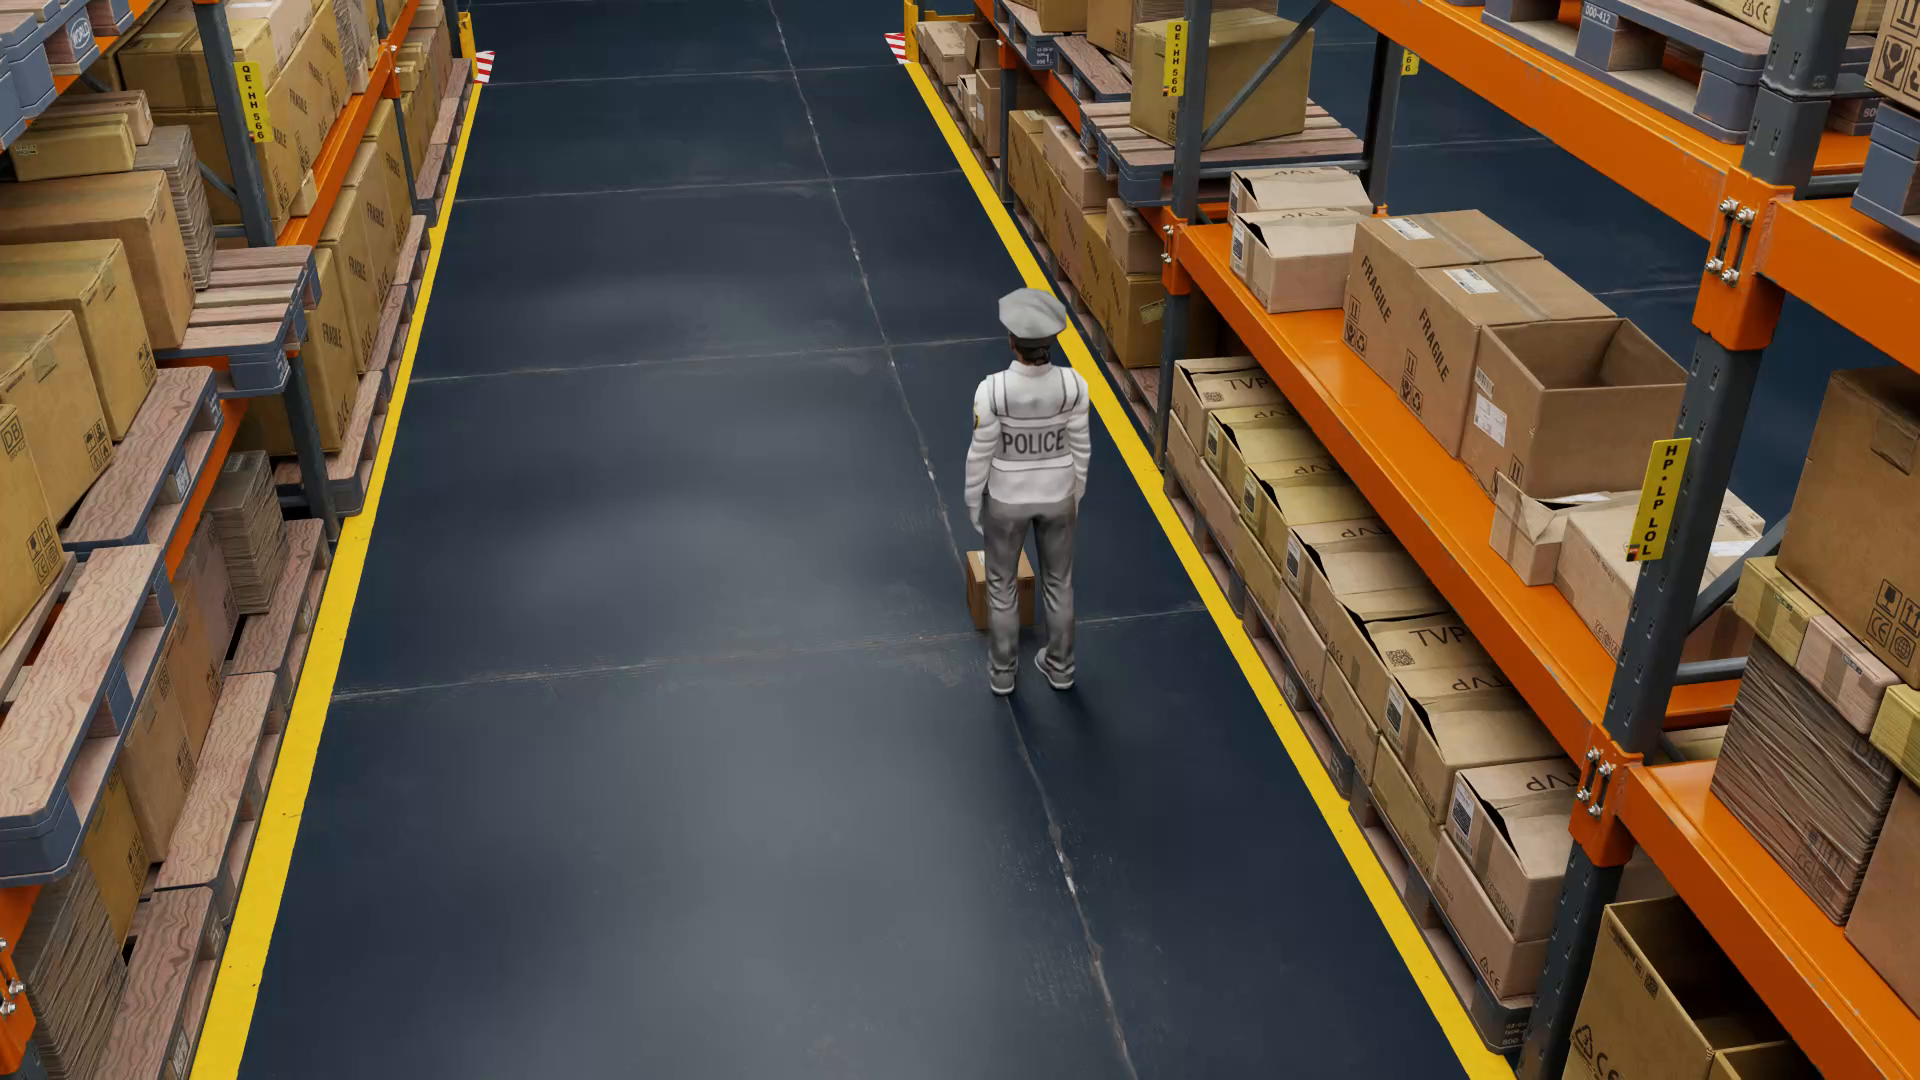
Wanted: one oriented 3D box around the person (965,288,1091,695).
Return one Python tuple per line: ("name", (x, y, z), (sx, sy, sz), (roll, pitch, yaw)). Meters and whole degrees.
("person", (0.252, -0.155, 6.377), (0.474, 1.694, 0.345), (-5, 31, -9))
